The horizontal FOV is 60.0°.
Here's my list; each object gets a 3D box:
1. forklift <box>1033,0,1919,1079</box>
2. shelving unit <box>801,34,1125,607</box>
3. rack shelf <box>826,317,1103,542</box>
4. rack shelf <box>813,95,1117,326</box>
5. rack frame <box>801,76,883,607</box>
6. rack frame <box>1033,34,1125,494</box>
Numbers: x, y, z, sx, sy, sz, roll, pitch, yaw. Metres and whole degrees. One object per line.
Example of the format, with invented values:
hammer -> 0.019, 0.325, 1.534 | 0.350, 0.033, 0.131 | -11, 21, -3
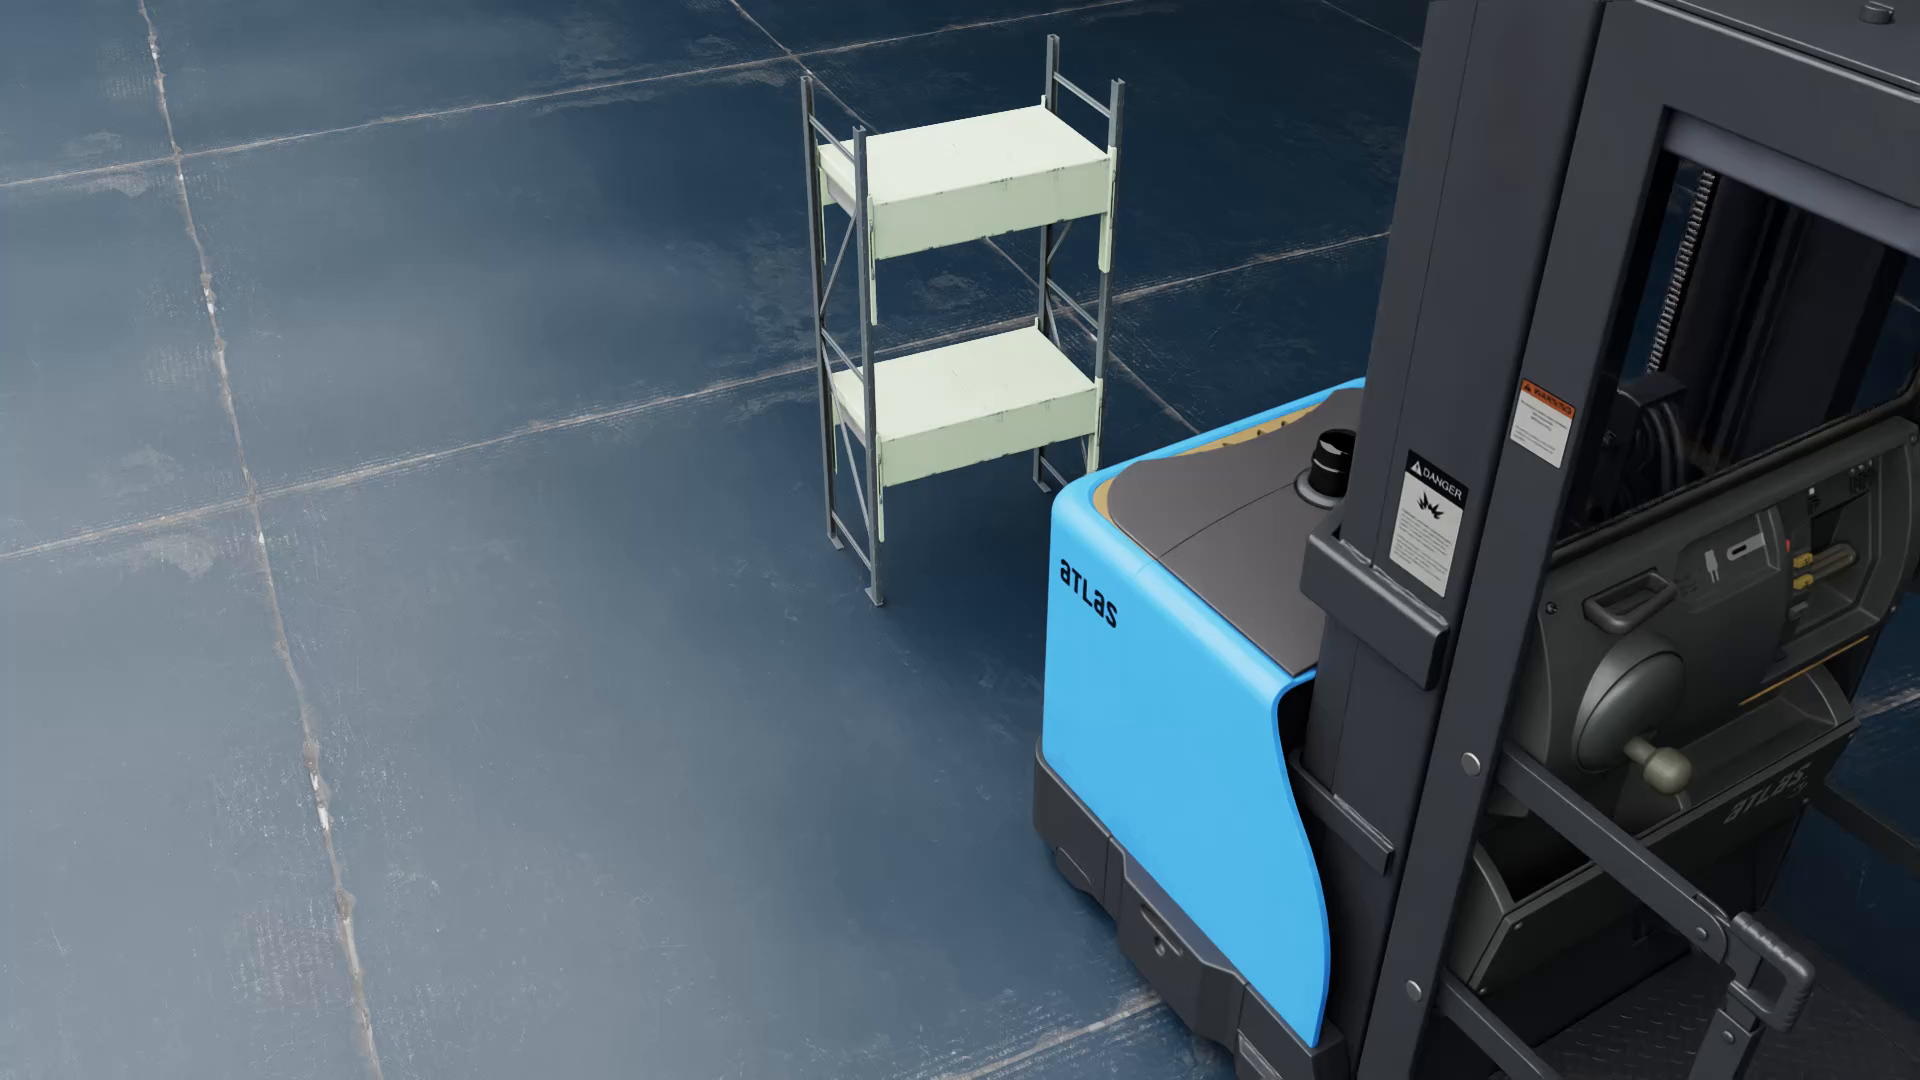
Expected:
forklift -> 1.380, 0.169, 2.562 | 1.130, 2.935, 3.031 | -20, 41, -25
shelving unit -> 0.006, -0.604, 4.805 | 0.755, 1.500, 0.431 | -16, 39, -20
rack shelf -> 0.006, -0.342, 5.000 | 0.720, 0.370, 0.431 | -16, 39, -20
rack shelf -> 0.006, -0.918, 4.573 | 0.720, 0.370, 0.431 | -16, 39, -20
rack frame -> -0.325, -0.511, 4.681 | 0.023, 1.500, 0.400 | -16, 39, -20
rack frame -> 0.337, -0.697, 4.930 | 0.023, 1.500, 0.400 | -16, 39, -20
